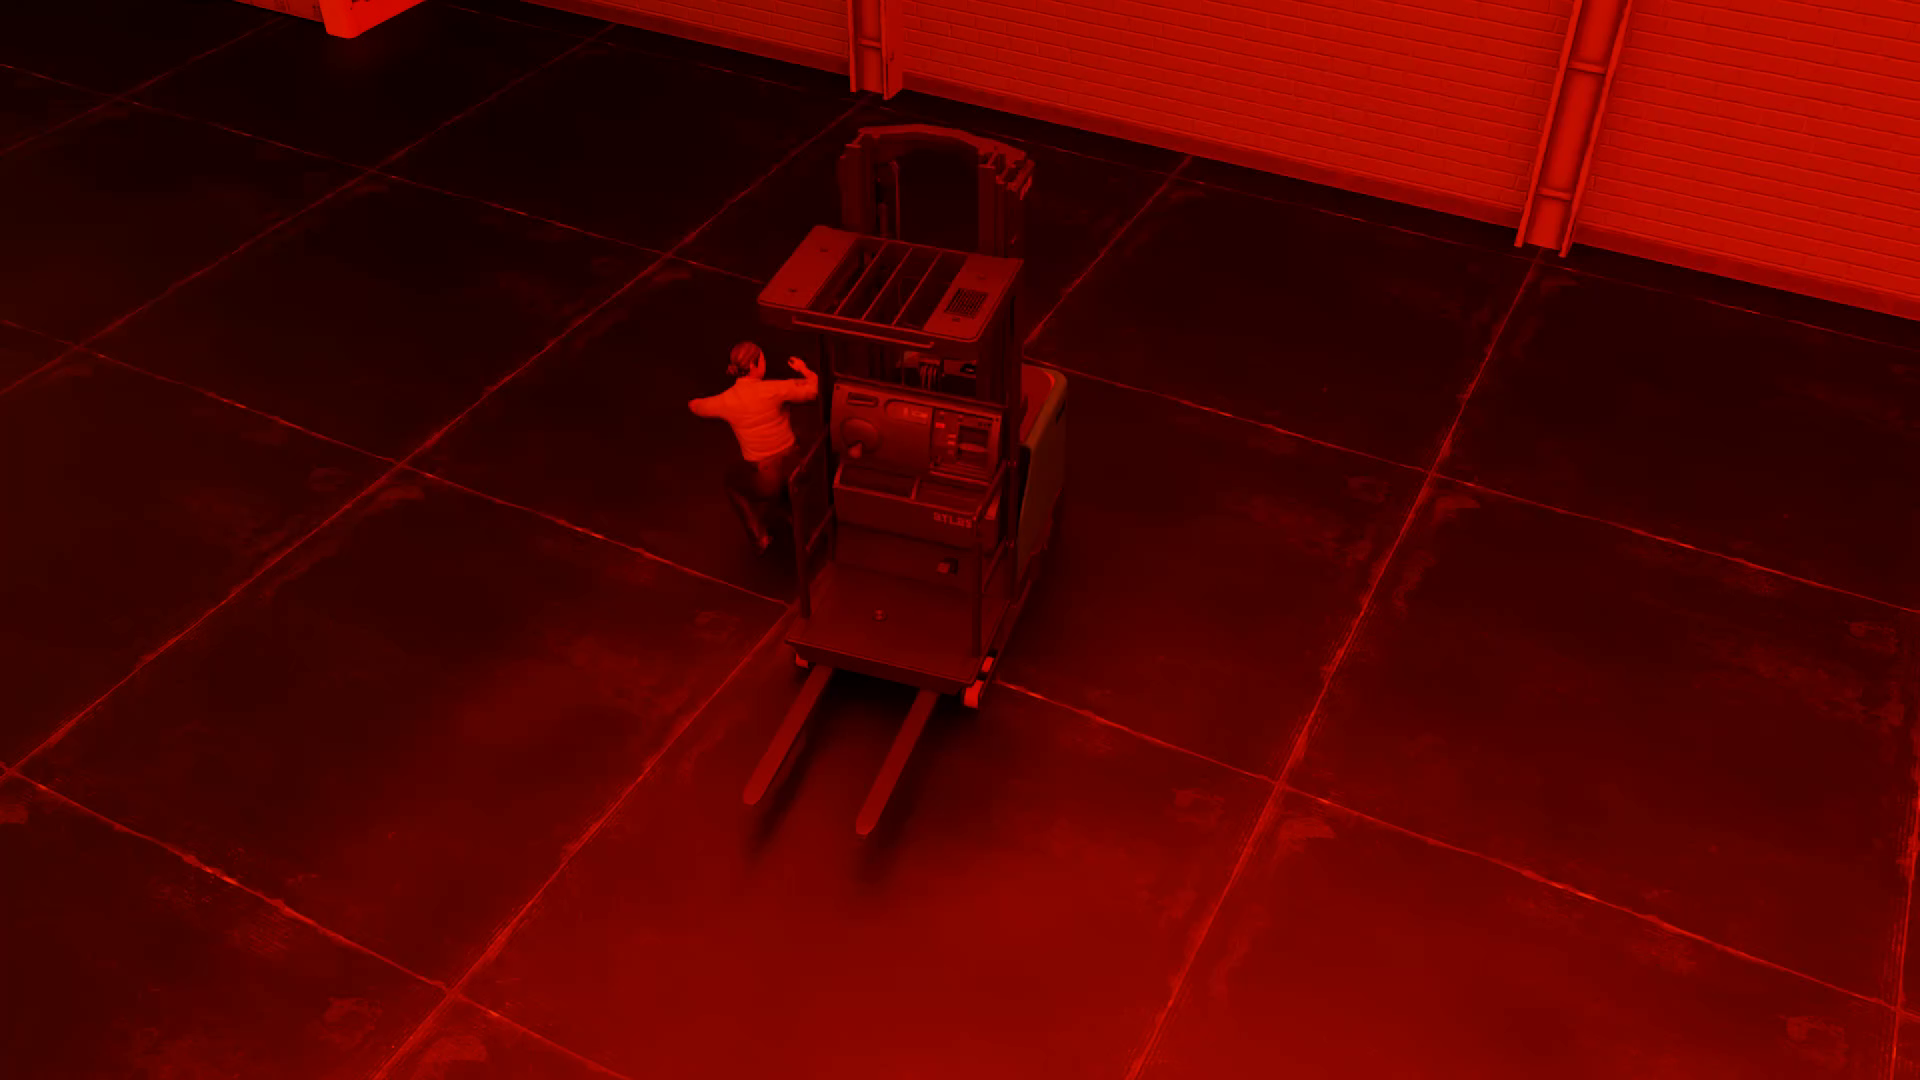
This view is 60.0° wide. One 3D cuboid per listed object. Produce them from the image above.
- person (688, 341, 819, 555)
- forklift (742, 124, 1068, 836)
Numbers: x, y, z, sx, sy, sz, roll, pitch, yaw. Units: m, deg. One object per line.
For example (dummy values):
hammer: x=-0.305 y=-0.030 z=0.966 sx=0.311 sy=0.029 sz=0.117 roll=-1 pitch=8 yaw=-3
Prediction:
person: x=-1.191 y=-0.626 z=9.939 sx=0.730 sy=1.390 sz=0.923 roll=-18 pitch=43 yaw=-20
forklift: x=-0.300 y=-0.488 z=8.566 sx=1.130 sy=2.935 sz=3.031 roll=12 pitch=42 yaw=14
